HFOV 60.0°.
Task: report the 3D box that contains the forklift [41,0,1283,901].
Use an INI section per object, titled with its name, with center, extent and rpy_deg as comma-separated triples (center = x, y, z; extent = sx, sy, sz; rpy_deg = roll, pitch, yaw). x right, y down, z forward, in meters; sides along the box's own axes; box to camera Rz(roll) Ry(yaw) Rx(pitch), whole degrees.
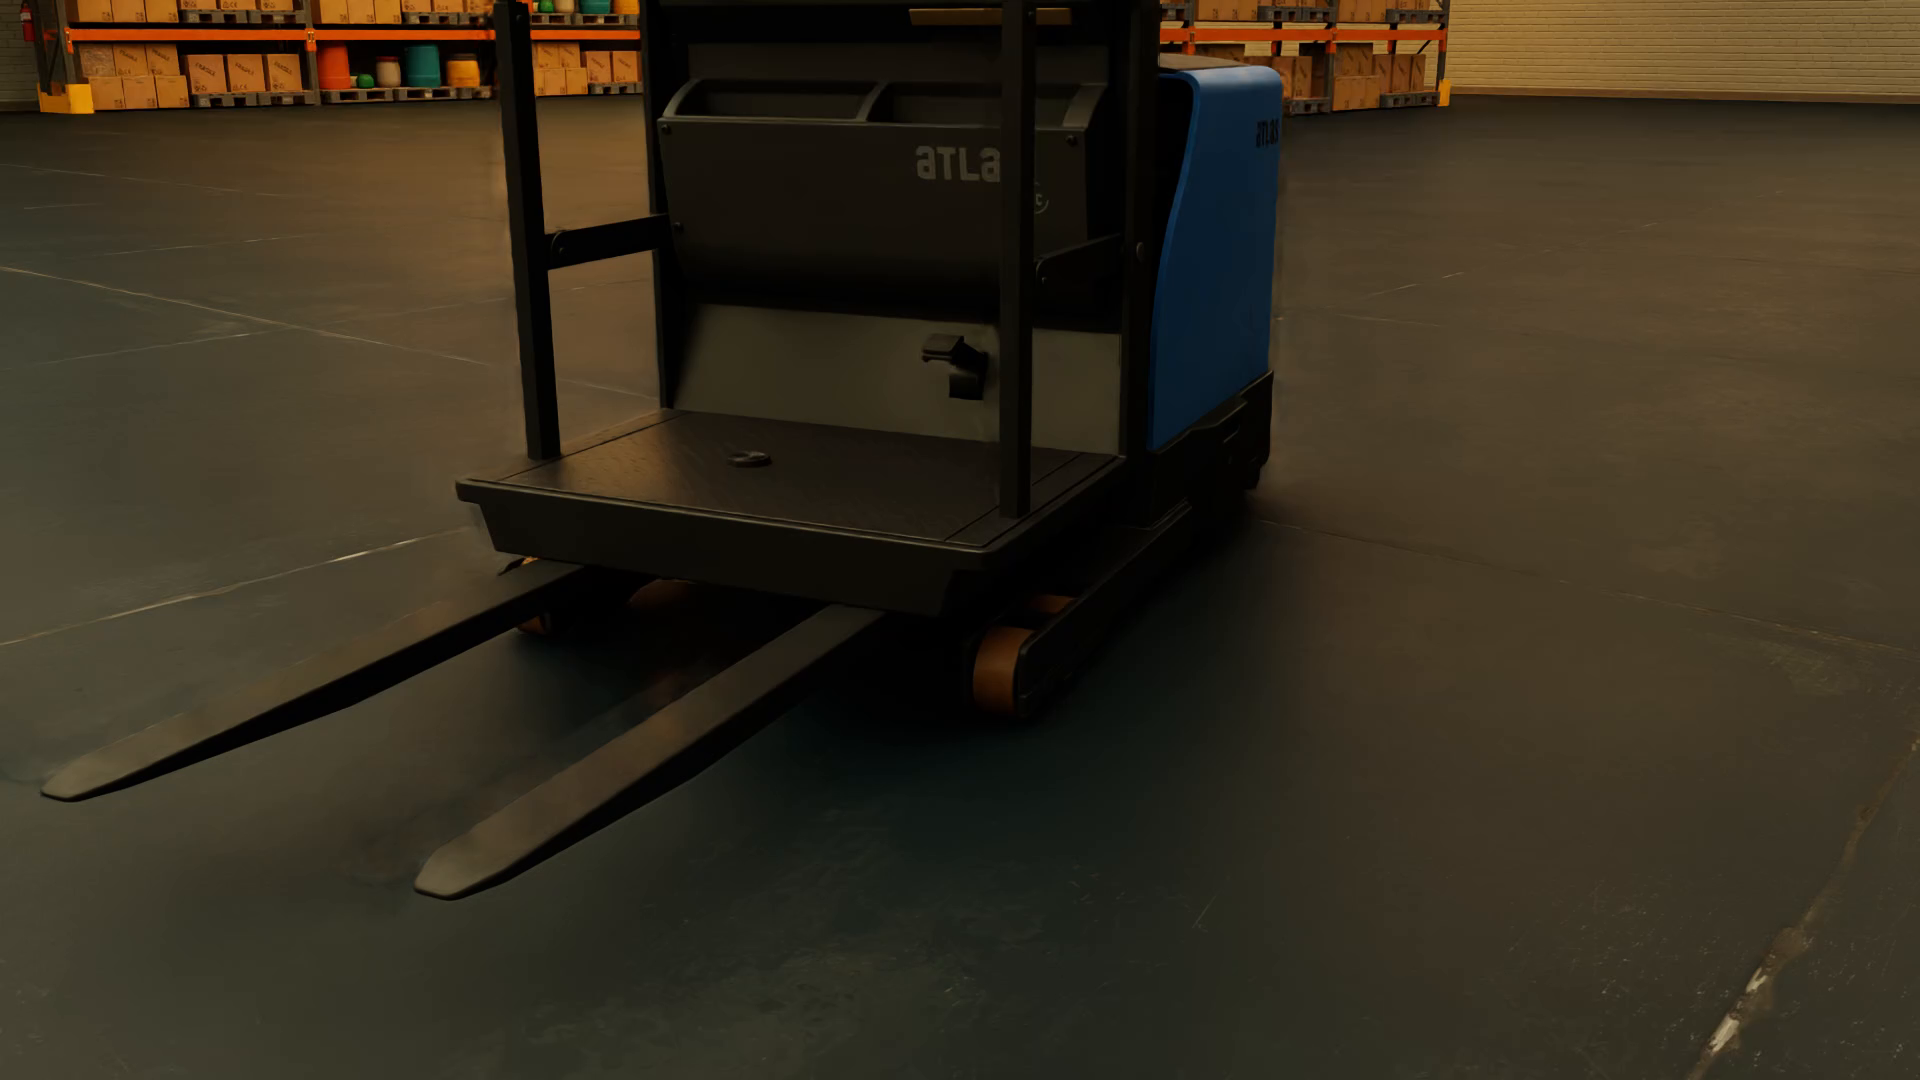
[forklift]
center = -0.250, -1.230, 2.949
extent = 1.130, 2.935, 3.031
rpy_deg = 7, 18, 23
